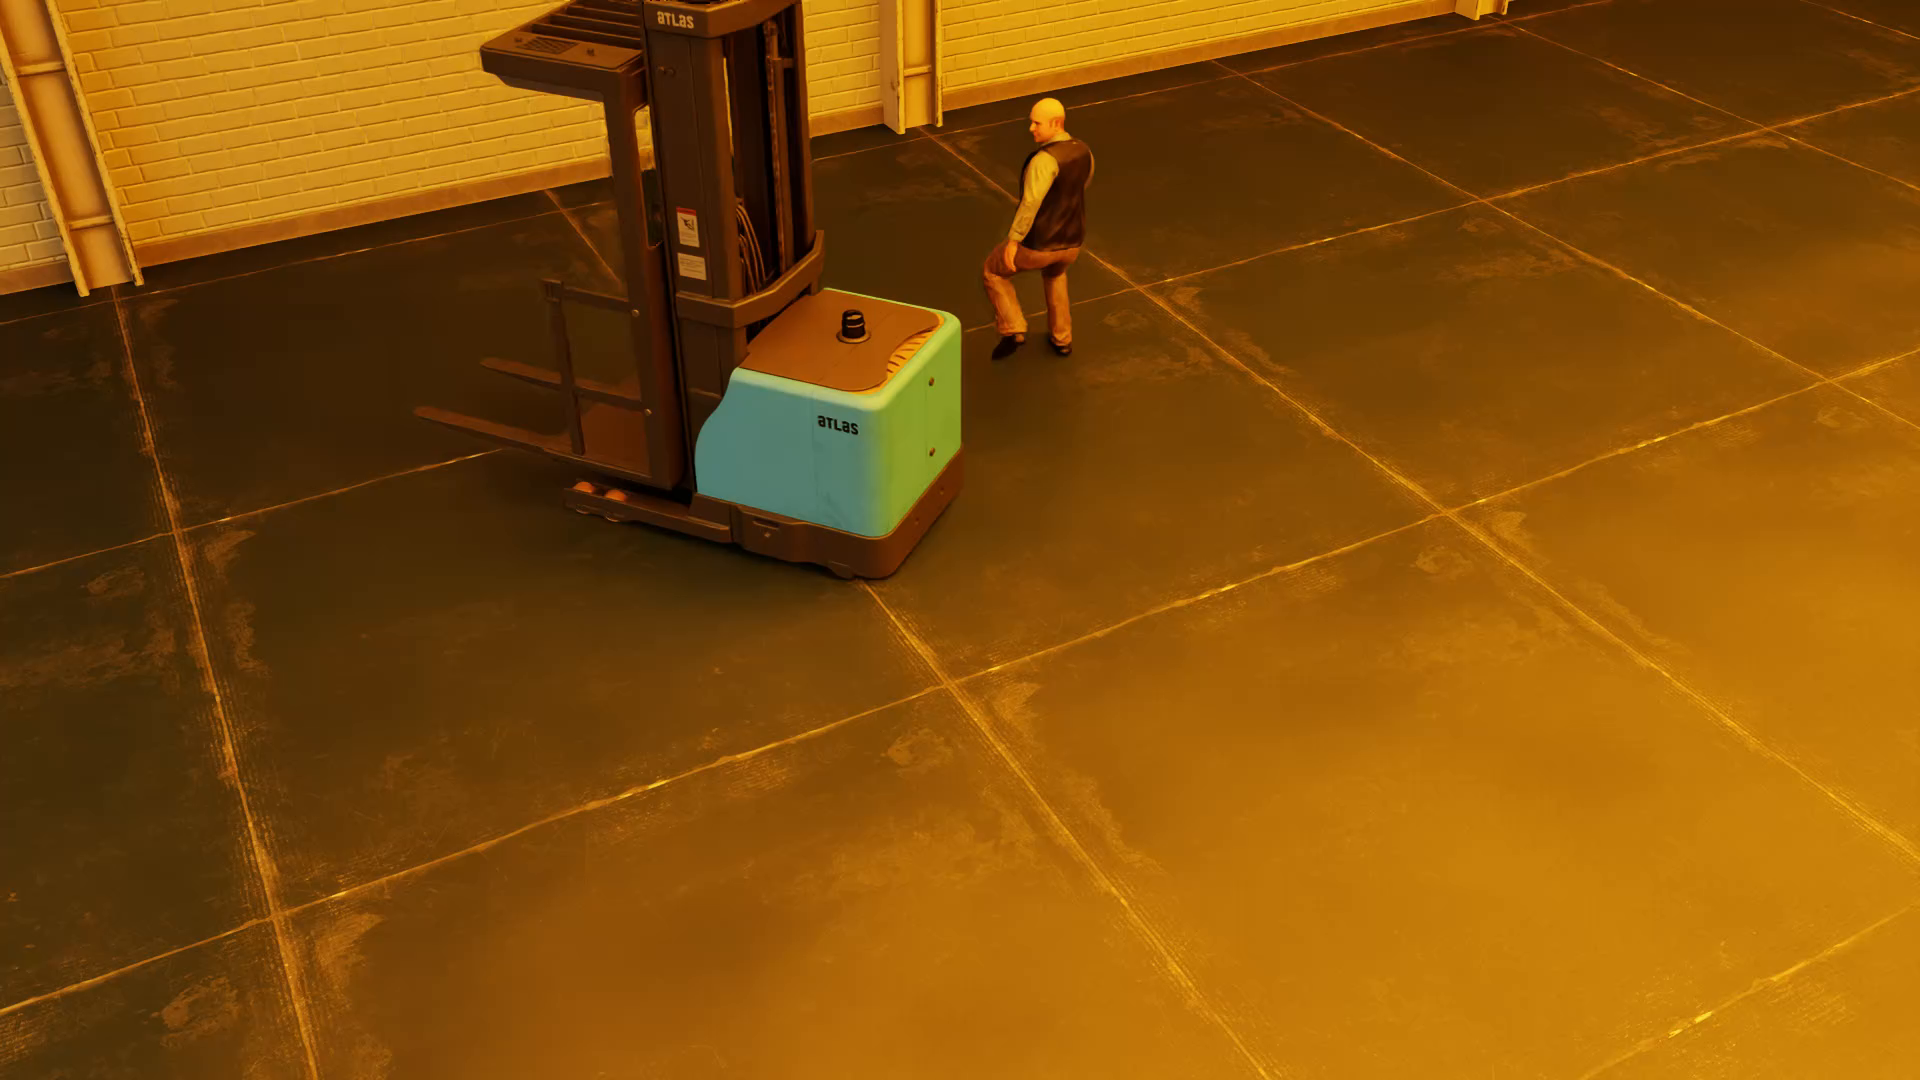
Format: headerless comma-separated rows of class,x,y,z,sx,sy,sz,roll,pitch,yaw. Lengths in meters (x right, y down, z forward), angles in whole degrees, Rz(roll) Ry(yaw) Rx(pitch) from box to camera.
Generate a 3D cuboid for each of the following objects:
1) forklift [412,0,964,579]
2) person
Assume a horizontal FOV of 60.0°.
forklift,-1.545,-1.555,8.323,3.031,2.935,1.130,14,38,19
person,0.472,-1.812,9.840,0.802,1.623,0.604,-21,40,-26
